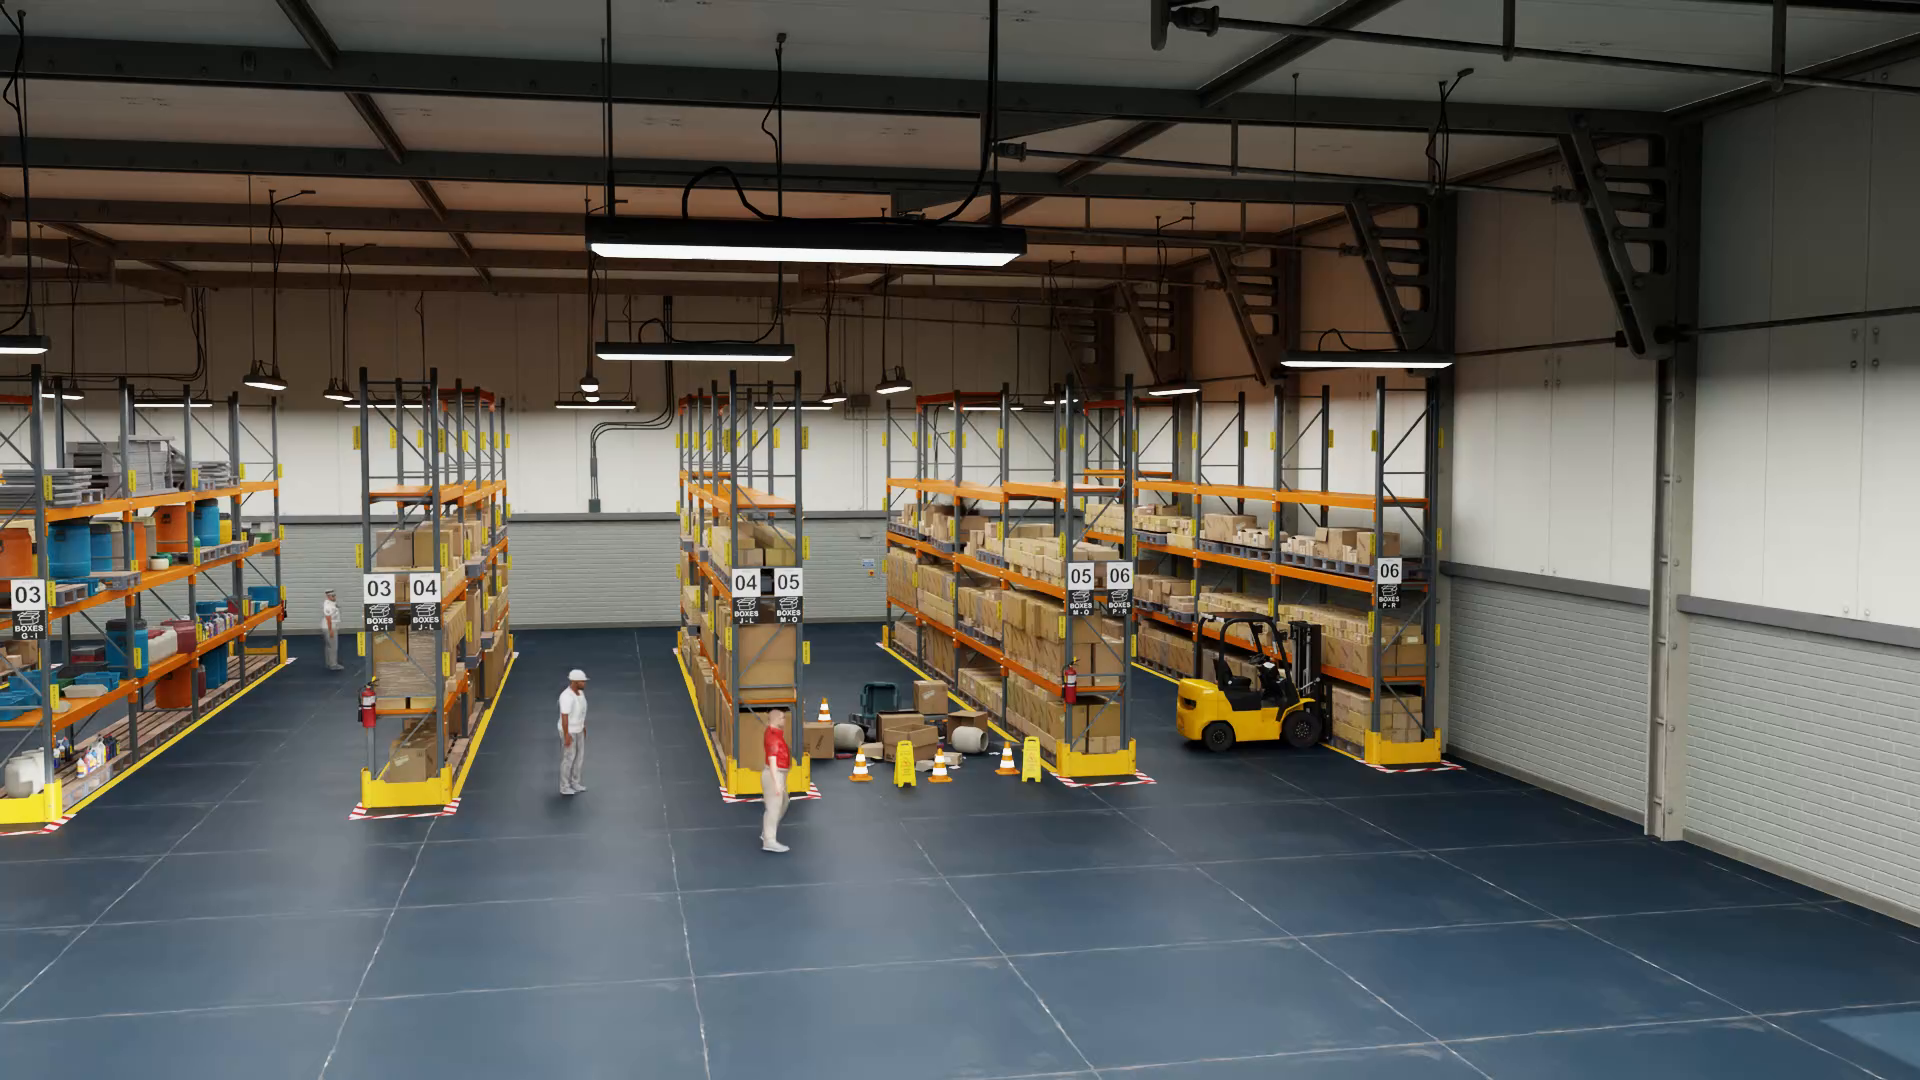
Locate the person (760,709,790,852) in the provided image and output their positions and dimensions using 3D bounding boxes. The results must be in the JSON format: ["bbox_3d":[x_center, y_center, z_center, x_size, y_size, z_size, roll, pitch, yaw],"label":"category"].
[{"bbox_3d":[-2.255,2.952,20.326,0.366,1.766,0.636,0,3,-7],"label":"person"}]

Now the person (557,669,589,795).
[{"bbox_3d":[-5.485,2.718,23.637,0.449,1.774,0.617,1,3,14],"label":"person"}]

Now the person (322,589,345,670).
[{"bbox_3d":[-13.716,1.945,36.367,0.453,1.761,0.604,-1,4,-23],"label":"person"}]
